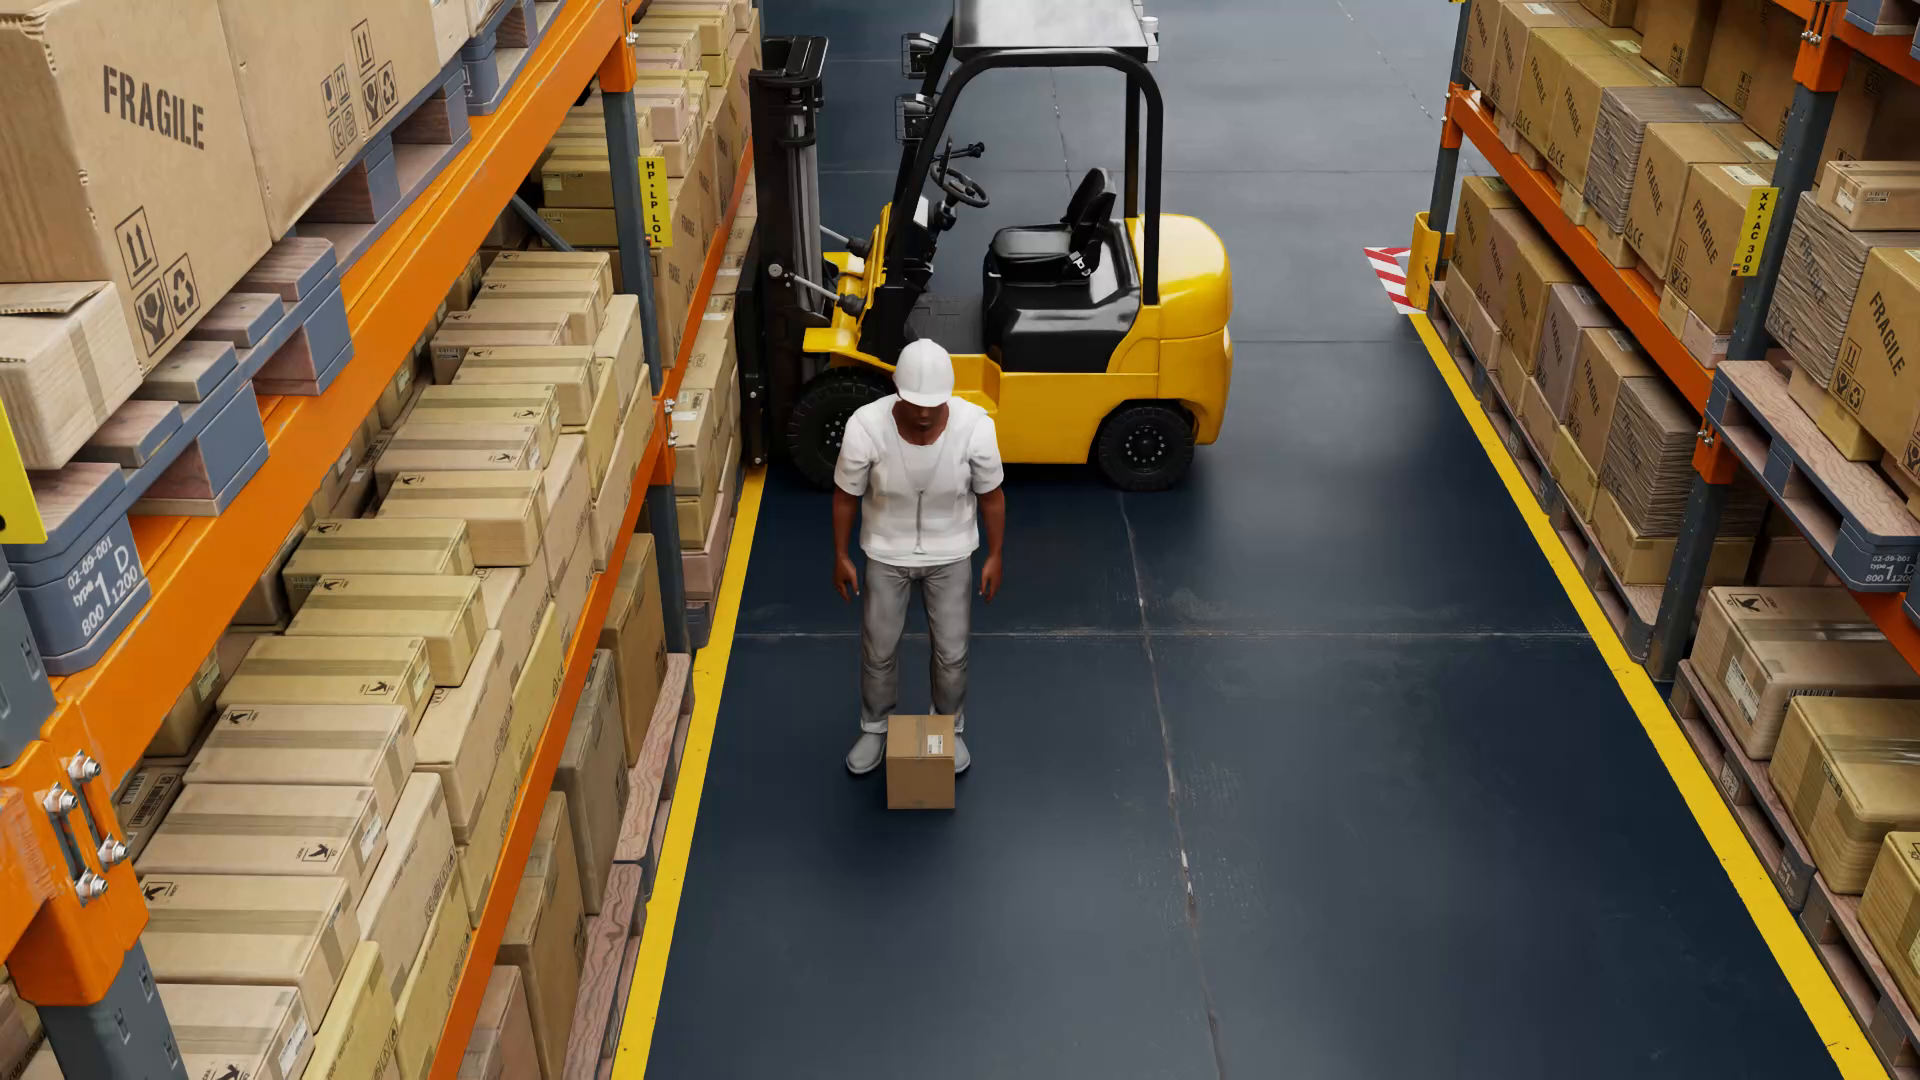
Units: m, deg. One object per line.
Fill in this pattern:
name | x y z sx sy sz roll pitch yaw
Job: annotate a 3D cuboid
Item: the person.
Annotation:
person | -0.160 0.069 6.006 0.628 1.758 0.456 1 31 2
